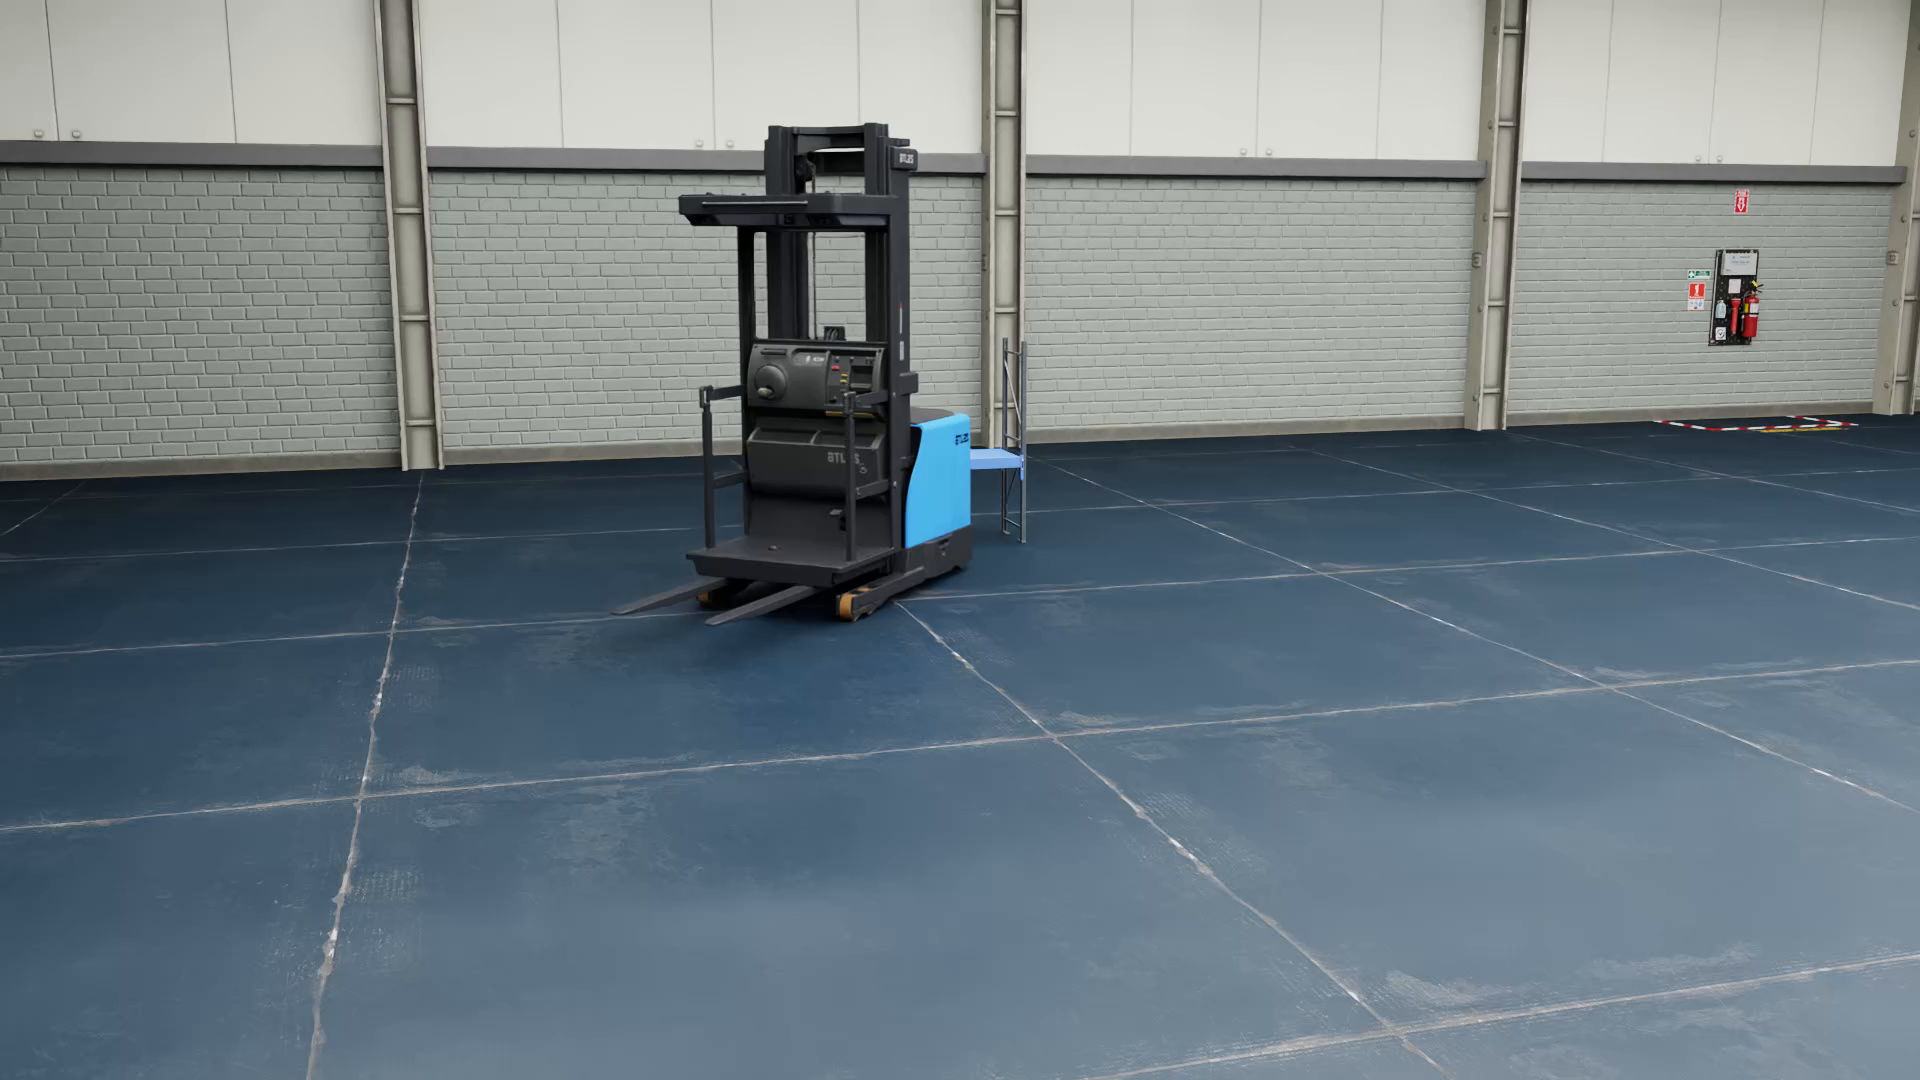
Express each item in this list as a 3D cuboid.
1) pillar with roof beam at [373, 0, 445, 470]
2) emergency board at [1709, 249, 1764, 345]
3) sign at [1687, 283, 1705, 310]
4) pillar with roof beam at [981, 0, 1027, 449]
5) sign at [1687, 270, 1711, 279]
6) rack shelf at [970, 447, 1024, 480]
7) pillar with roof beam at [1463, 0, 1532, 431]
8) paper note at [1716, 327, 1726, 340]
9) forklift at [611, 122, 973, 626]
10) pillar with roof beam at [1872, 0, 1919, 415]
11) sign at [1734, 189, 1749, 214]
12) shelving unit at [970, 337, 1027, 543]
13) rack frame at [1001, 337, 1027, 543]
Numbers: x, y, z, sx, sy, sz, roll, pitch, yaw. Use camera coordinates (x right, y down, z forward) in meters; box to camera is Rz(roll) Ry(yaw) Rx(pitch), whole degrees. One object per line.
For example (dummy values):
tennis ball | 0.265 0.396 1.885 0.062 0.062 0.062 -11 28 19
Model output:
pillar with roof beam | -4.098 -4.392 11.551 0.400 9.000 9.100 -3 11 -16
emergency board | 9.598 -2.983 20.464 0.643 1.169 0.194 -3 11 -16
sign | 9.038 -2.990 20.406 0.234 0.329 0.001 -3 11 -16
pillar with roof beam | 1.663 -4.696 13.200 0.400 9.000 9.100 -3 11 -16
sign | 9.045 -3.250 20.351 0.331 0.109 0.001 -3 11 -16
rack shelf | -0.082 -0.556 12.420 1.000 0.185 0.538 -3 11 -16
pillar with roof beam | 7.424 -5.000 14.849 0.400 9.000 9.100 -3 11 -16
paper note | 9.409 -2.553 20.560 0.142 0.148 0.016 -3 11 -16
forklift | -0.987 -1.046 10.133 1.130 2.935 3.031 5 11 24
pillar with roof beam | 13.185 -5.303 16.499 0.400 9.000 9.100 -3 11 -16
sign | 9.562 -4.140 20.346 0.199 0.298 0.001 -3 11 -16
shelving unit | -0.082 -0.733 12.387 1.048 1.500 0.538 -3 11 -16
rack frame | 0.406 -0.759 12.527 0.032 1.500 0.500 -3 11 -16
